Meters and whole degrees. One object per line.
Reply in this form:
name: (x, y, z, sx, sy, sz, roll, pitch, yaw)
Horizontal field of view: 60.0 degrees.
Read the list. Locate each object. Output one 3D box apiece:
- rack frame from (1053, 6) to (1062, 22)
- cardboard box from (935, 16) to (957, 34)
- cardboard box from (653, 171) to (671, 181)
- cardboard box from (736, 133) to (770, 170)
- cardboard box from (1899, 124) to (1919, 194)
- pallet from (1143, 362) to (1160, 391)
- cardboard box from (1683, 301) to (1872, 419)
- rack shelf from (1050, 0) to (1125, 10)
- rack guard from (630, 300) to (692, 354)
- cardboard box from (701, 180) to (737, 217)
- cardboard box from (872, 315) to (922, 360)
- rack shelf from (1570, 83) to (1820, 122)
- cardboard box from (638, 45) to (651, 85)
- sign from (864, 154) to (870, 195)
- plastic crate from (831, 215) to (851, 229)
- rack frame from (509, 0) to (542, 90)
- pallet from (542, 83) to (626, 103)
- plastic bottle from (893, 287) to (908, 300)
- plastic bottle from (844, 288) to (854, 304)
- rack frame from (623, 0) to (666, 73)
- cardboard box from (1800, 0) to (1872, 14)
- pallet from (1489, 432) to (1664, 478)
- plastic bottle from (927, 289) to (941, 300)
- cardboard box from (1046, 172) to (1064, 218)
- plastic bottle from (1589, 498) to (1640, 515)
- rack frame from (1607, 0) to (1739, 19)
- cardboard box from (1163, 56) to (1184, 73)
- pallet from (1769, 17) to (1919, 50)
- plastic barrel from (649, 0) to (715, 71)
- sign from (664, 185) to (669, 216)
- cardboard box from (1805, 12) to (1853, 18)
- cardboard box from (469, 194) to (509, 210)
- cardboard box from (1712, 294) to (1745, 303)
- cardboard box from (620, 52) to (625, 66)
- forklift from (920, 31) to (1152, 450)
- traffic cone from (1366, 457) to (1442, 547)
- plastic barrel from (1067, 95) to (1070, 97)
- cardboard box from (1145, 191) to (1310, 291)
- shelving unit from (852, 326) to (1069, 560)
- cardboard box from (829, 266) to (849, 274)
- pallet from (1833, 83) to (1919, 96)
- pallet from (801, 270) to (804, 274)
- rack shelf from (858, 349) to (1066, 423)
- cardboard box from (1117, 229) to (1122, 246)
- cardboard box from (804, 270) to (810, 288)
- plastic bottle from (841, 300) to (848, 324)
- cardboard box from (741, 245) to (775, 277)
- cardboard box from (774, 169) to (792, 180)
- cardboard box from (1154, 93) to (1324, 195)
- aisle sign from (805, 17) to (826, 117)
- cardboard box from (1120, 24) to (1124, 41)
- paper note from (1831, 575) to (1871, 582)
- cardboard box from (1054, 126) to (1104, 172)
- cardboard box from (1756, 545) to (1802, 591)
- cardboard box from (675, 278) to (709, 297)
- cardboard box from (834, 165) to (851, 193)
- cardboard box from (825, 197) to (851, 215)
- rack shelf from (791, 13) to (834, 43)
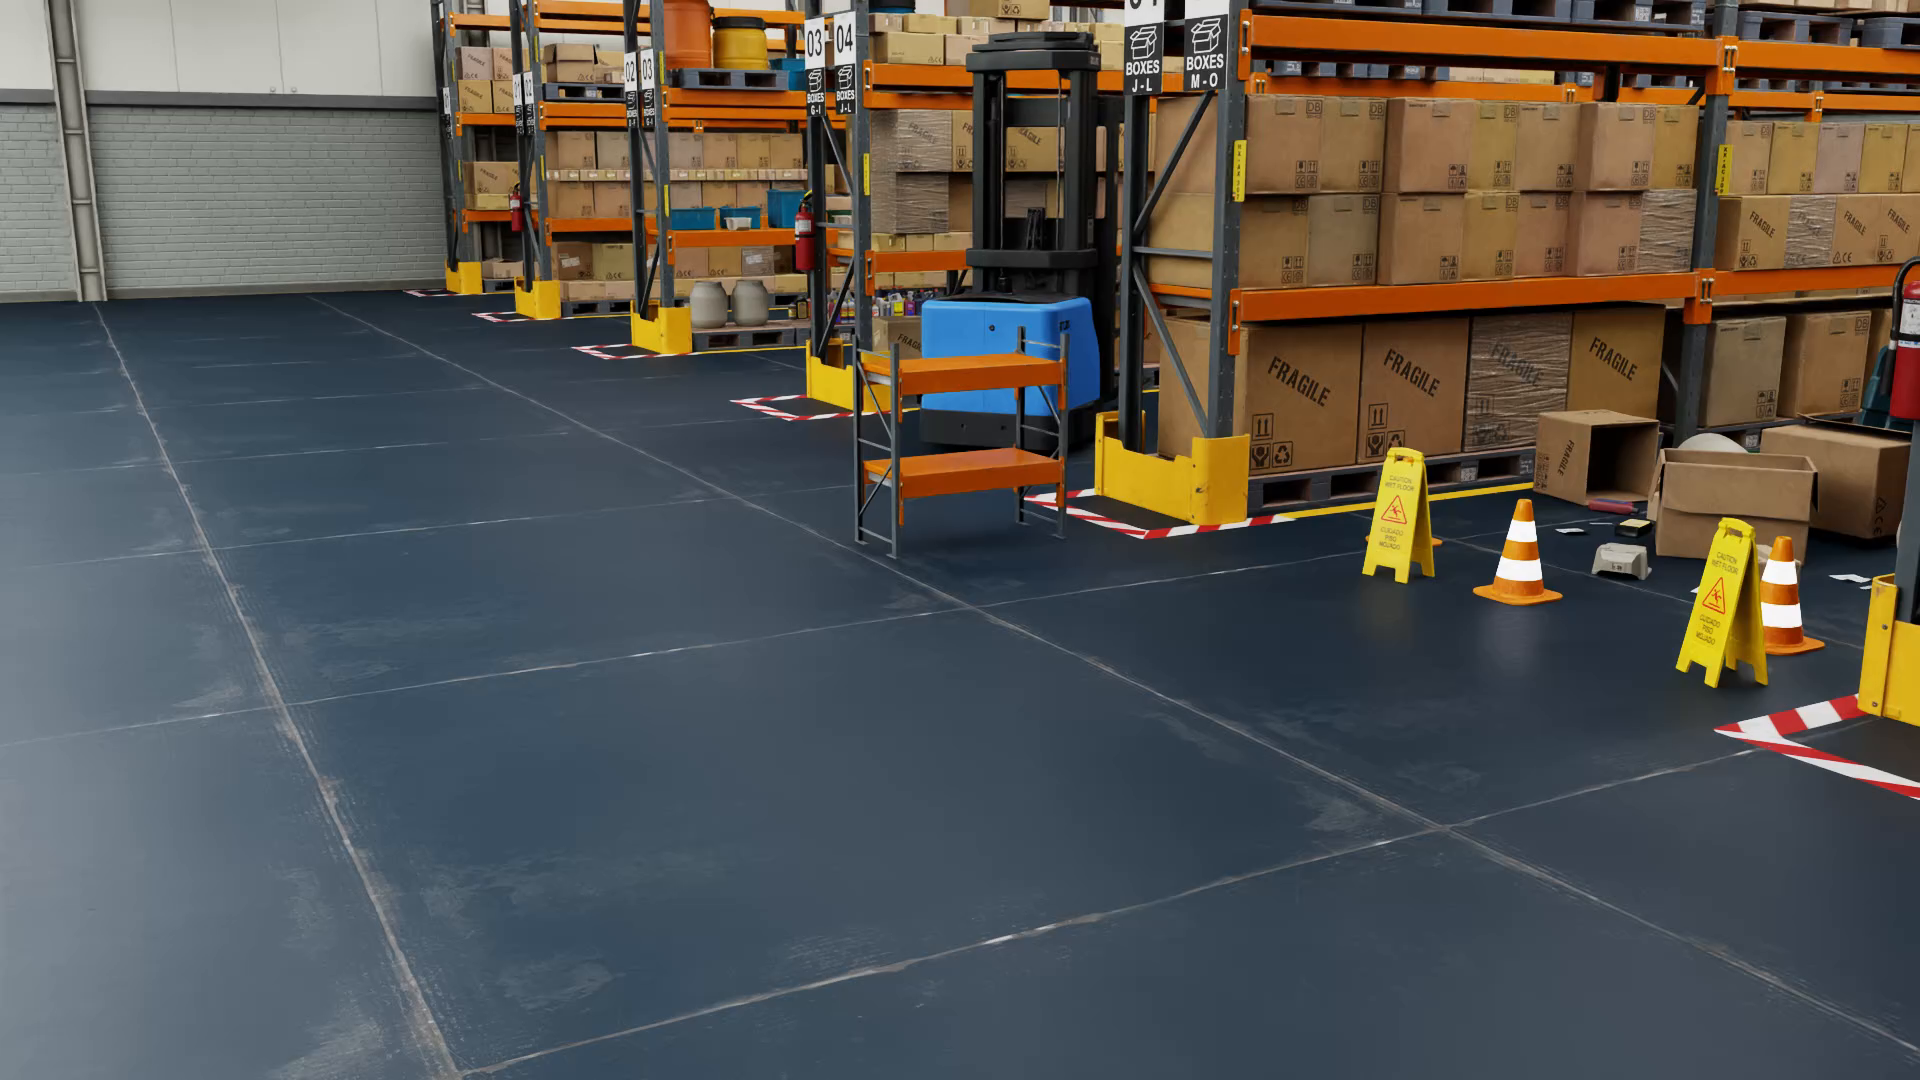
rack frame: (1.262, -8.315, 25.563, 0.127, 3.000, 1.000, -7, 14, -28)
cardboard box: (-0.227, -4.266, 13.833, 0.250, 0.149, 0.380, -7, 15, -29)
cardboard box: (-4.182, -5.048, 23.003, 0.250, 0.149, 0.380, -7, 14, -29)
cardboard box: (-3.078, -5.548, 23.748, 0.500, 0.500, 0.700, -7, 14, -28)
cardboard box: (7.002, -2.896, 12.641, 0.500, 0.500, 0.700, -7, 14, -29)
pallet: (1.922, -1.621, 15.829, 1.213, 0.211, 1.003, -7, 14, -28)
cardboard box: (6.133, -1.383, 12.588, 0.750, 0.750, 1.050, -7, 14, -28)
rack shelf: (1.877, -6.604, 20.508, 4.000, 0.370, 1.077, -7, 14, -28)
rack guard: (-3.345, -2.390, 18.589, 0.348, 0.500, 1.175, -7, 14, -28)
cardboard box: (-3.537, -4.860, 23.645, 0.500, 0.500, 0.700, -7, 14, -27)
cardboard box: (-0.460, -1.685, 14.503, 0.500, 0.500, 0.500, -4, 13, -17)
rack shelf: (7.761, -4.802, 18.421, 4.000, 0.370, 1.077, -7, 14, -28)
cardboard box: (-4.171, -6.454, 22.622, 0.500, 0.500, 0.500, -7, 14, -28)
sign: (-0.756, -2.955, 13.438, 0.005, 0.325, 0.100, -7, 14, -28)
plastic crate: (-1.182, -3.665, 19.161, 0.437, 0.136, 0.530, -7, 14, -28)
rack frame: (-5.759, -7.474, 21.823, 0.127, 3.000, 1.000, -7, 14, -28)
pallet: (-5.126, -6.037, 22.471, 1.213, 0.211, 1.003, -7, 14, -28)
plastic bottle: (-0.717, -2.902, 20.205, 0.185, 0.351, 0.144, -7, 14, -28)
plastic bottle: (-1.324, -2.866, 20.042, 0.185, 0.351, 0.144, -7, 14, -28)
rack frame: (-3.389, -6.519, 17.580, 0.127, 3.000, 1.000, -7, 14, -28)
cardboard box: (6.137, -3.784, 11.646, 0.250, 0.149, 0.380, -7, 14, -28)
pallet: (4.078, -0.667, 11.590, 1.213, 0.211, 1.003, -7, 14, -28)
plastic bottle: (-0.306, -2.812, 19.803, 0.185, 0.351, 0.144, -7, 15, -29)
cardboard box: (0.765, -3.054, 14.944, 0.500, 0.500, 0.875, -7, 14, -28)
plastic bottle: (3.884, -0.195, 9.835, 0.283, 0.061, 0.133, 11, 17, 40)
rack frame: (4.783, -5.019, 10.914, 0.127, 3.000, 1.000, -7, 14, -28)
cardboard box: (1.756, -4.297, 14.882, 0.500, 0.250, 0.500, -6, 14, -26)
pallet: (6.774, -3.688, 12.262, 1.213, 0.211, 1.003, -6, 14, -25)
plastic barrel: (-3.024, -5.545, 18.152, 0.708, 0.830, 0.600, -7, 14, -28)
sign: (-3.130, -3.621, 17.735, 0.005, 0.325, 0.100, -7, 14, -28)
cardboard box: (6.216, -3.992, 12.204, 0.500, 0.311, 0.500, -7, 15, -30)
cardboard box: (-7.556, -5.428, 26.693, 0.500, 0.250, 0.500, -7, 15, -29)
cardboard box: (8.181, -2.903, 19.059, 0.875, 0.875, 1.225, -7, 15, -30)
cardboard box: (-5.414, -7.767, 27.407, 0.500, 0.500, 0.500, -6, 14, -25)
forklift: (0.749, -2.325, 12.764, 1.130, 2.935, 3.031, 5, 14, 22)
traffic cone: (2.418, -0.216, 9.013, 0.334, 0.463, 0.336, -7, 14, -28)
plastic barrel: (1.612, -5.954, 20.759, 0.708, 0.901, 0.600, -7, 14, -28)
cardboard box: (1.576, -1.792, 9.898, 0.550, 0.550, 0.875, -7, 14, -28)
shelving unit: (0.006, -0.549, 8.989, 1.048, 1.125, 0.538, -7, 14, -28)
cardboard box: (-1.766, -4.100, 24.526, 0.500, 0.311, 0.500, -7, 14, -28)
pallet: (11.309, -5.532, 20.227, 1.213, 0.211, 1.003, -7, 14, -28)
pallet: (-2.870, -4.773, 29.838, 1.213, 0.211, 1.003, -7, 14, -28)
rack shelf: (0.006, -0.835, 8.925, 1.000, 0.278, 0.538, -7, 14, -28)
cardboard box: (1.326, -2.735, 15.001, 0.250, 0.149, 0.380, -7, 14, -28)
cardboard box: (-2.023, -3.931, 25.050, 0.500, 0.250, 0.500, -7, 14, -28)
plastic bottle: (-1.348, -2.642, 19.231, 0.097, 0.271, 0.097, 0, 13, 0)
cardboard box: (-2.995, -4.056, 23.898, 0.500, 0.500, 0.500, -7, 14, -28)
cardboard box: (-2.602, -5.238, 23.845, 0.250, 0.149, 0.380, -7, 15, -29)
cardboard box: (1.616, -2.303, 9.708, 0.550, 0.550, 0.875, -7, 14, -28)
aisle sign: (-1.214, -3.957, 13.940, 0.004, 0.787, 0.394, -7, 14, -28)
cardboard box: (1.399, -4.453, 14.664, 0.250, 0.149, 0.380, -6, 14, -26)
paper note: (4.426, 0.183, 8.253, 0.142, 0.019, 0.148, -2, 13, -8)
cardboard box: (0.914, -3.483, 14.569, 0.500, 0.500, 0.500, -7, 14, -28)
cardboard box: (3.914, 0.136, 8.166, 0.250, 0.149, 0.380, 0, 13, 1)
cardboard box: (-3.865, -3.582, 23.498, 0.500, 0.250, 0.500, -7, 14, -28)
cardboard box: (-2.000, -6.491, 29.890, 0.500, 0.500, 0.700, -8, 15, -33)
cardboard box: (-1.837, -4.955, 24.636, 0.500, 0.250, 0.500, -6, 14, -24)
rack shelf: (-0.493, -7.559, 24.751, 4.000, 0.370, 1.077, -7, 14, -28)
